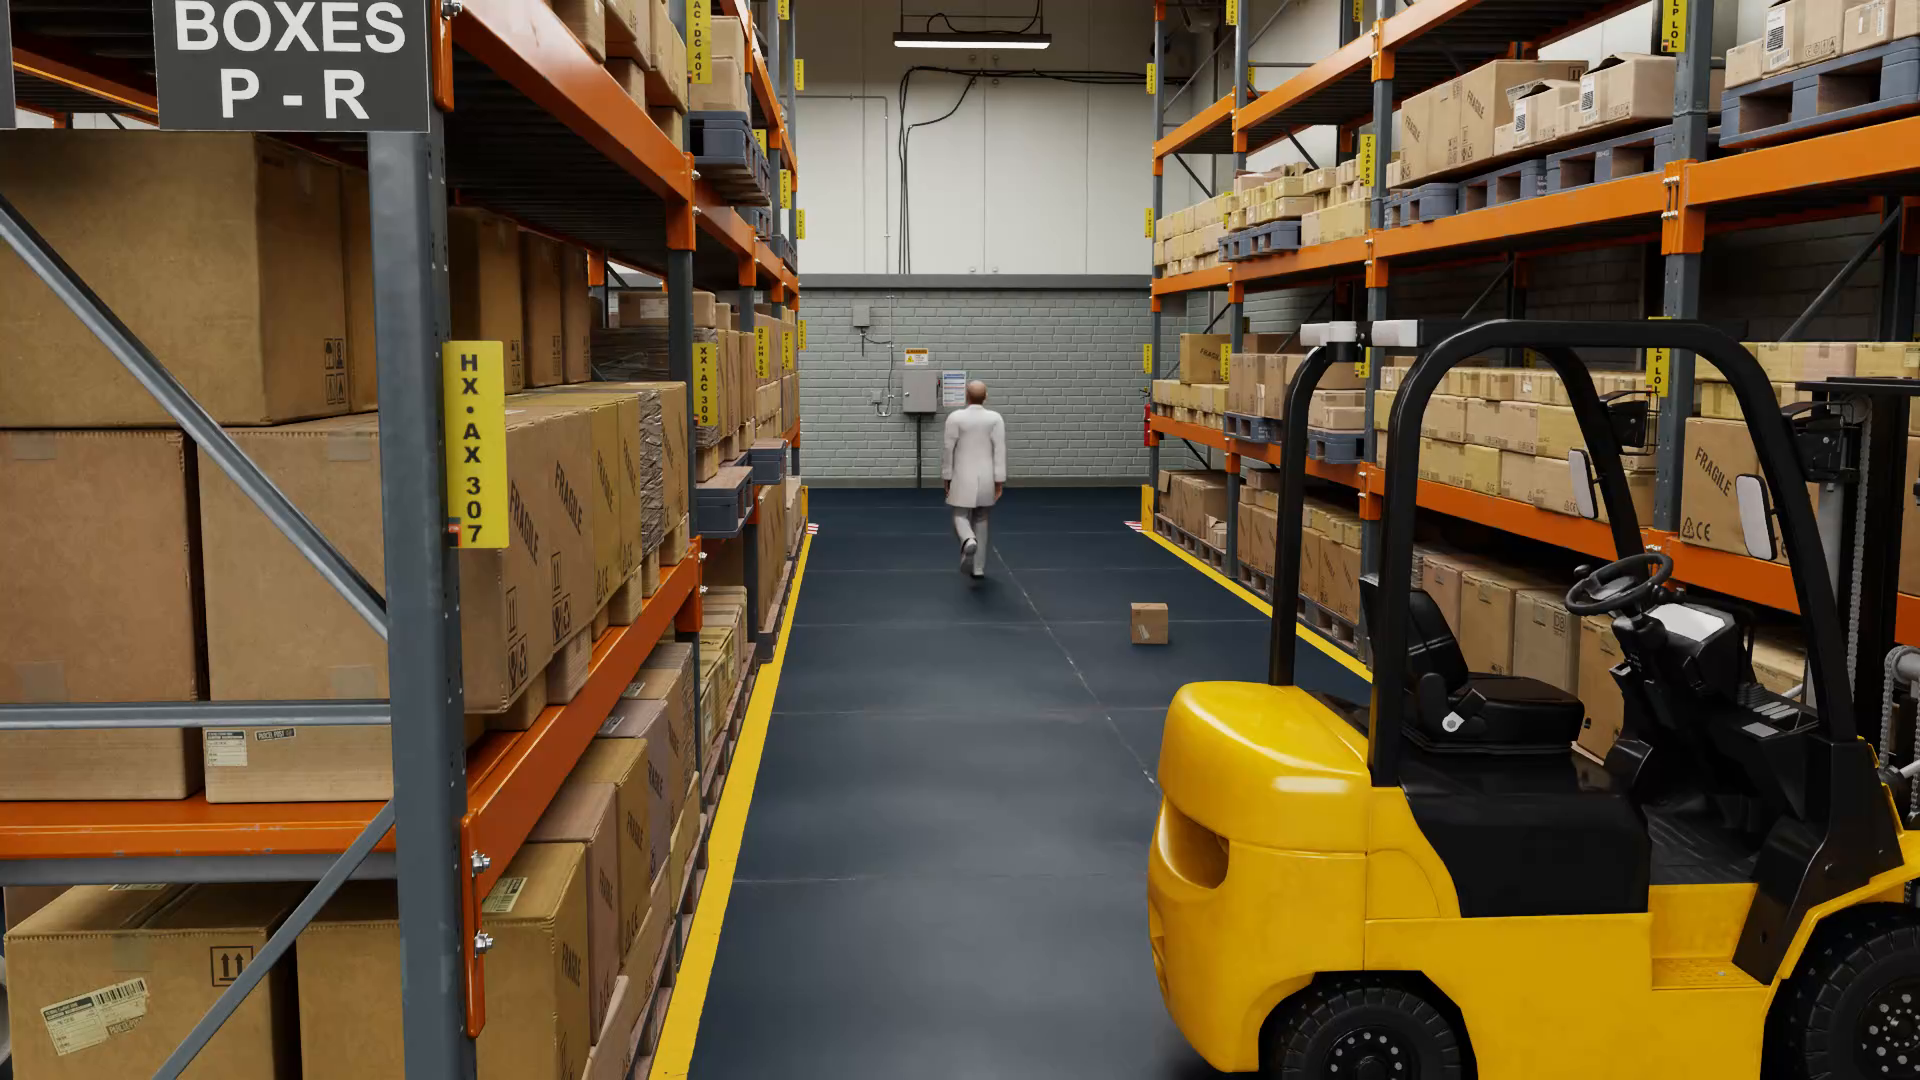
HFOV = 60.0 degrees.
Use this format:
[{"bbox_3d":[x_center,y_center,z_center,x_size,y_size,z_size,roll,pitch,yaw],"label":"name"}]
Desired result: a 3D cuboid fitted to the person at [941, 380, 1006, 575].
[{"bbox_3d":[0.124,-0.503,14.806,0.575,1.660,0.820,-1,7,-8],"label":"person"}]
